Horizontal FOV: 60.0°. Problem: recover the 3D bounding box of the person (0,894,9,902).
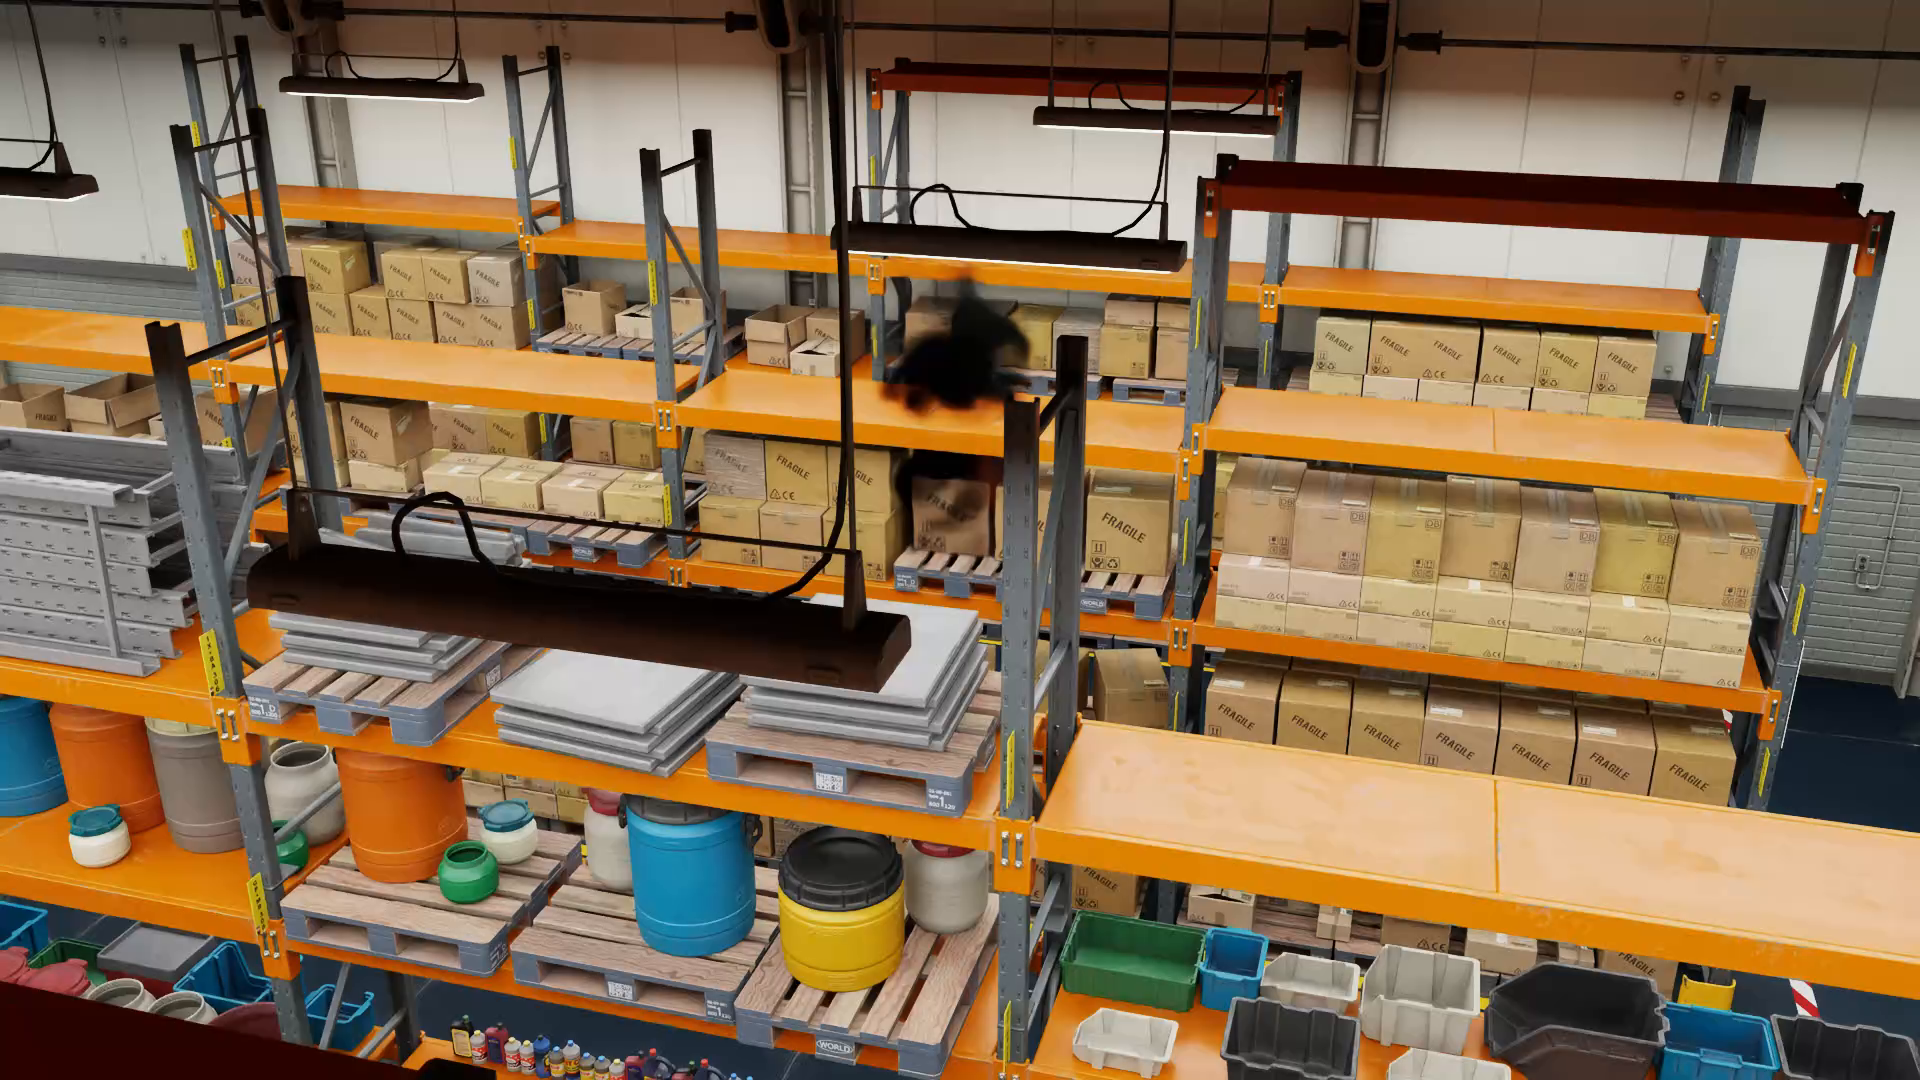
[{"bbox_3d":[-7.245,2.470,12.527,0.796,1.758,0.671,6,23,15],"label":"person"}]
